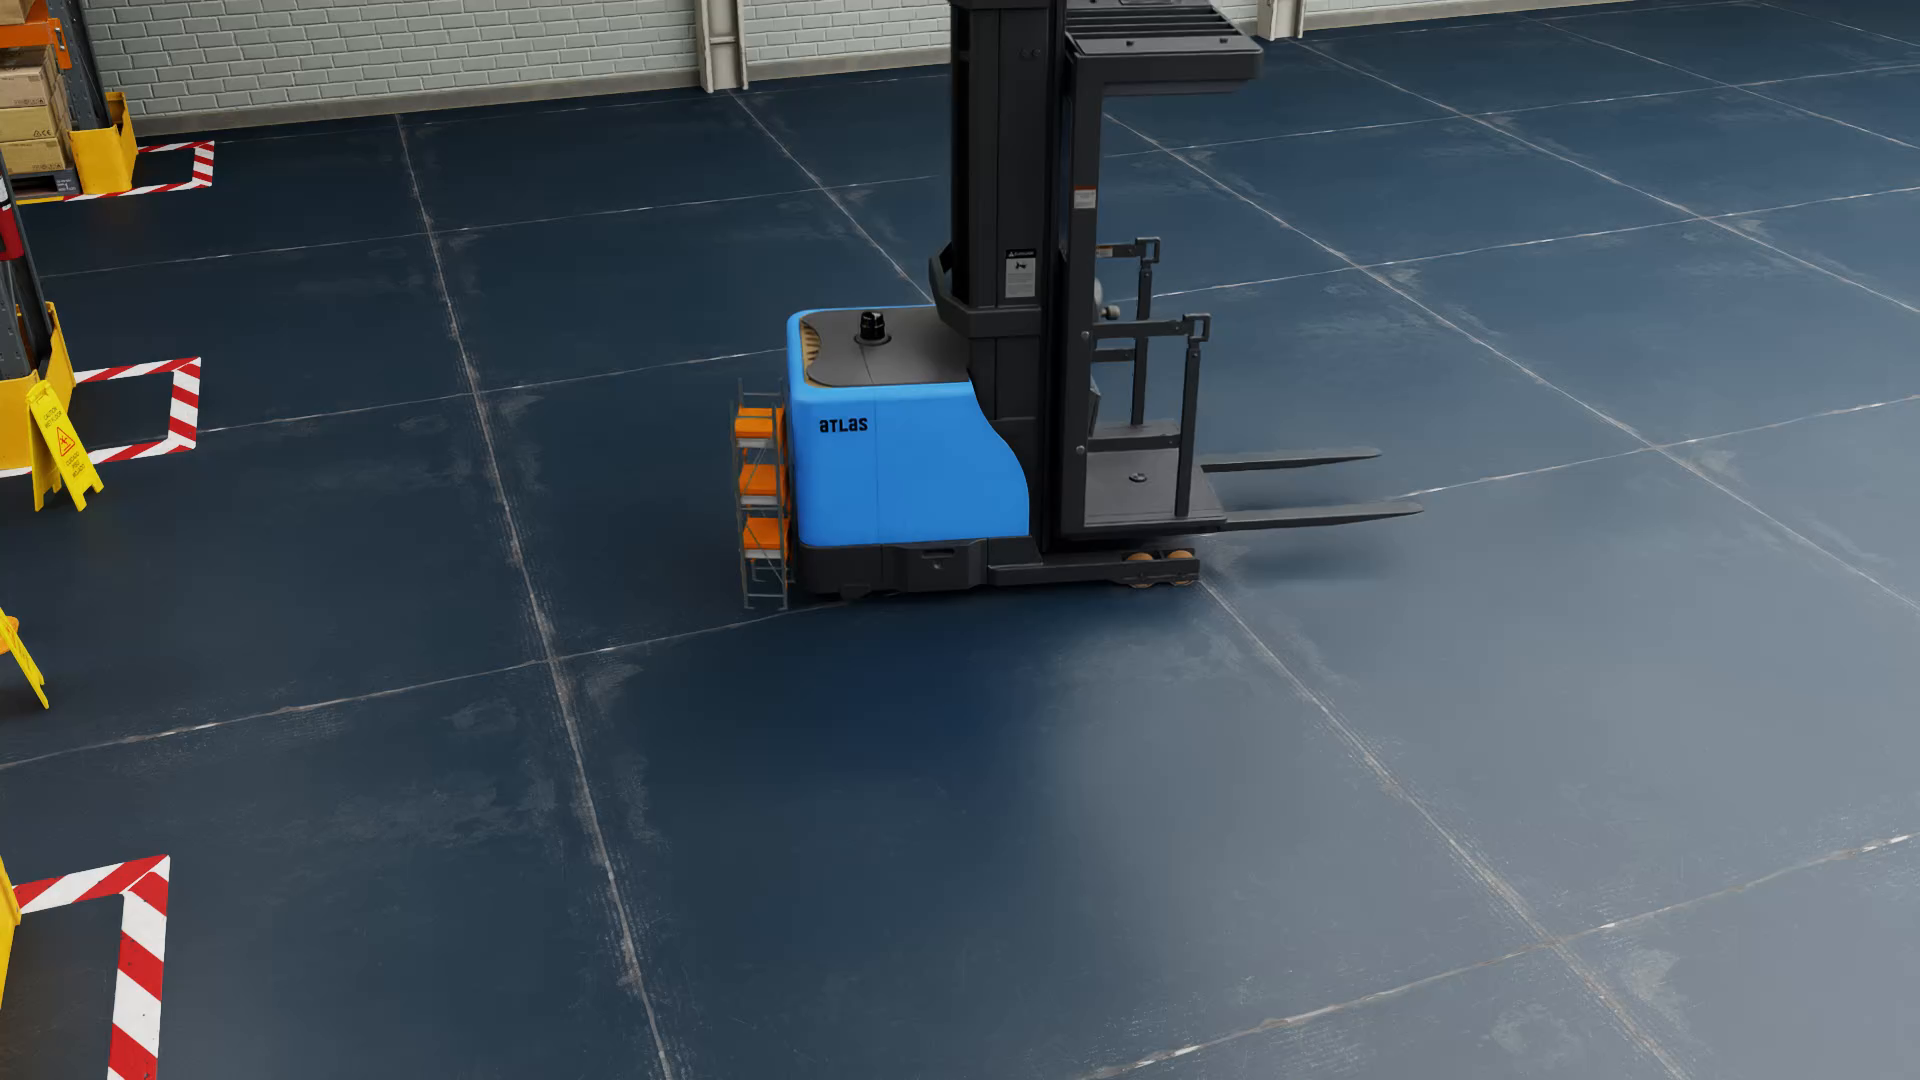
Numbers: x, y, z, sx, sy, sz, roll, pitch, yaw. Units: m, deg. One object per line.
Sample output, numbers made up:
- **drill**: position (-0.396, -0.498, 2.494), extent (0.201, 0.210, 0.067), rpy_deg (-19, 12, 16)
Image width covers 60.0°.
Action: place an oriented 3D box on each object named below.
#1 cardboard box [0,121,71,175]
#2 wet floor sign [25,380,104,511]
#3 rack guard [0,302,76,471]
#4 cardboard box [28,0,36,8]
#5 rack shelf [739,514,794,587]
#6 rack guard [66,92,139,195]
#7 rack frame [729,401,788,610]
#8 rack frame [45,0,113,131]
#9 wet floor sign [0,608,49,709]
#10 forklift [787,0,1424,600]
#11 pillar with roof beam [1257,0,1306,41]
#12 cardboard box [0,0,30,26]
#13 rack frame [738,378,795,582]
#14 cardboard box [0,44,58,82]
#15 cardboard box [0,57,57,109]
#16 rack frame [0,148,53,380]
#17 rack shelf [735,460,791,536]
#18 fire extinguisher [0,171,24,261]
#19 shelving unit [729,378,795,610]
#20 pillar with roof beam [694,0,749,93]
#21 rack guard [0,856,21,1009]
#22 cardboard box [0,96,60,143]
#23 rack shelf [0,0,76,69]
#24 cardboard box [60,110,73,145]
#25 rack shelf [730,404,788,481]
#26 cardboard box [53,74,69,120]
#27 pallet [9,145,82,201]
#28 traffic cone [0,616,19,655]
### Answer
- **cardboard box**: position (-7.229, -3.040, 12.909), extent (0.500, 0.250, 0.500), rpy_deg (-10, 31, -17)
- **wet floor sign**: position (-4.613, -0.491, 8.460), extent (0.232, 0.644, 0.267), rpy_deg (0, 30, 0)
- **rack guard**: position (-5.235, -0.878, 9.287), extent (0.348, 0.500, 1.175), rpy_deg (-10, 31, -18)
- **cardboard box**: position (-7.459, -4.367, 12.783), extent (0.500, 0.500, 0.500), rpy_deg (-9, 31, -16)
- **rack shelf**: position (-0.891, 0.052, 7.682), extent (0.215, 0.259, 0.240), rpy_deg (1, 30, 2)
- **rack guard**: position (-6.876, -3.198, 13.358), extent (0.348, 0.500, 1.175), rpy_deg (-10, 31, -18)
- **rack frame**: position (-0.896, -0.139, 7.433), extent (0.200, 1.050, 0.008), rpy_deg (1, 30, 2)
- **rack frame**: position (-6.898, -4.280, 12.732), extent (0.127, 3.000, 1.000), rpy_deg (-10, 31, -18)
- **wet floor sign**: position (-4.007, 0.401, 6.895), extent (0.232, 0.644, 0.267), rpy_deg (-16, 33, -26)
- **forklift**: position (0.708, -1.302, 7.574), extent (3.031, 2.935, 1.130), rpy_deg (-3, 30, -6)
- **pillar with roof beam**: position (4.883, -7.259, 11.900), extent (0.400, 9.000, 9.100), rpy_deg (-10, 31, -18)
- **cardboard box**: position (-7.268, -4.117, 12.344), extent (0.500, 0.500, 0.500), rpy_deg (-11, 32, -19)
- **rack frame**: position (-0.886, -0.260, 7.645), extent (0.200, 1.050, 0.008), rpy_deg (1, 30, 2)
- **cardboard box**: position (-7.415, -3.707, 13.070), extent (0.500, 0.250, 0.500), rpy_deg (-11, 31, -18)
- **cardboard box**: position (-7.221, -3.478, 12.668), extent (0.500, 0.250, 0.500), rpy_deg (-9, 31, -16)
- **rack frame**: position (-5.164, -1.978, 8.691), extent (0.127, 3.000, 1.000), rpy_deg (-10, 31, -18)
- **rack shelf**: position (-0.891, -0.190, 7.544), extent (0.215, 0.259, 0.240), rpy_deg (1, 30, 2)
- **fire extinguisher**: position (-4.896, -1.750, 8.370), extent (0.183, 0.674, 0.296), rpy_deg (-10, 31, -18)
- **shelving unit**: position (-0.891, -0.199, 7.539), extent (0.215, 1.050, 0.252), rpy_deg (1, 30, 2)
- **pillar with roof beam**: position (-0.741, -6.223, 10.082), extent (0.400, 9.000, 9.100), rpy_deg (-10, 31, -18)
- **rack guard**: position (-3.321, 1.383, 5.317), extent (0.348, 0.500, 1.175), rpy_deg (-10, 31, -18)
- **cardboard box**: position (-7.245, -3.256, 12.783), extent (0.500, 0.250, 0.500), rpy_deg (-11, 31, -18)
- **rack shelf**: position (-8.773, -3.622, 12.304), extent (4.000, 0.370, 1.077), rpy_deg (-10, 31, -18)
- **cardboard box**: position (-7.427, -3.274, 13.319), extent (0.500, 0.250, 0.500), rpy_deg (-10, 31, -17)
- **rack shelf**: position (-0.891, -0.437, 7.404), extent (0.215, 0.259, 0.240), rpy_deg (1, 30, 2)
- **cardboard box**: position (-7.411, -3.500, 13.212), extent (0.500, 0.250, 0.500), rpy_deg (-10, 31, -17)
- **pallet**: position (-7.600, -2.917, 13.157), extent (1.213, 0.211, 1.003), rpy_deg (-10, 31, -18)
- **traffic cone**: position (-4.411, 0.254, 7.337), extent (0.334, 0.463, 0.336), rpy_deg (-10, 31, -18)
